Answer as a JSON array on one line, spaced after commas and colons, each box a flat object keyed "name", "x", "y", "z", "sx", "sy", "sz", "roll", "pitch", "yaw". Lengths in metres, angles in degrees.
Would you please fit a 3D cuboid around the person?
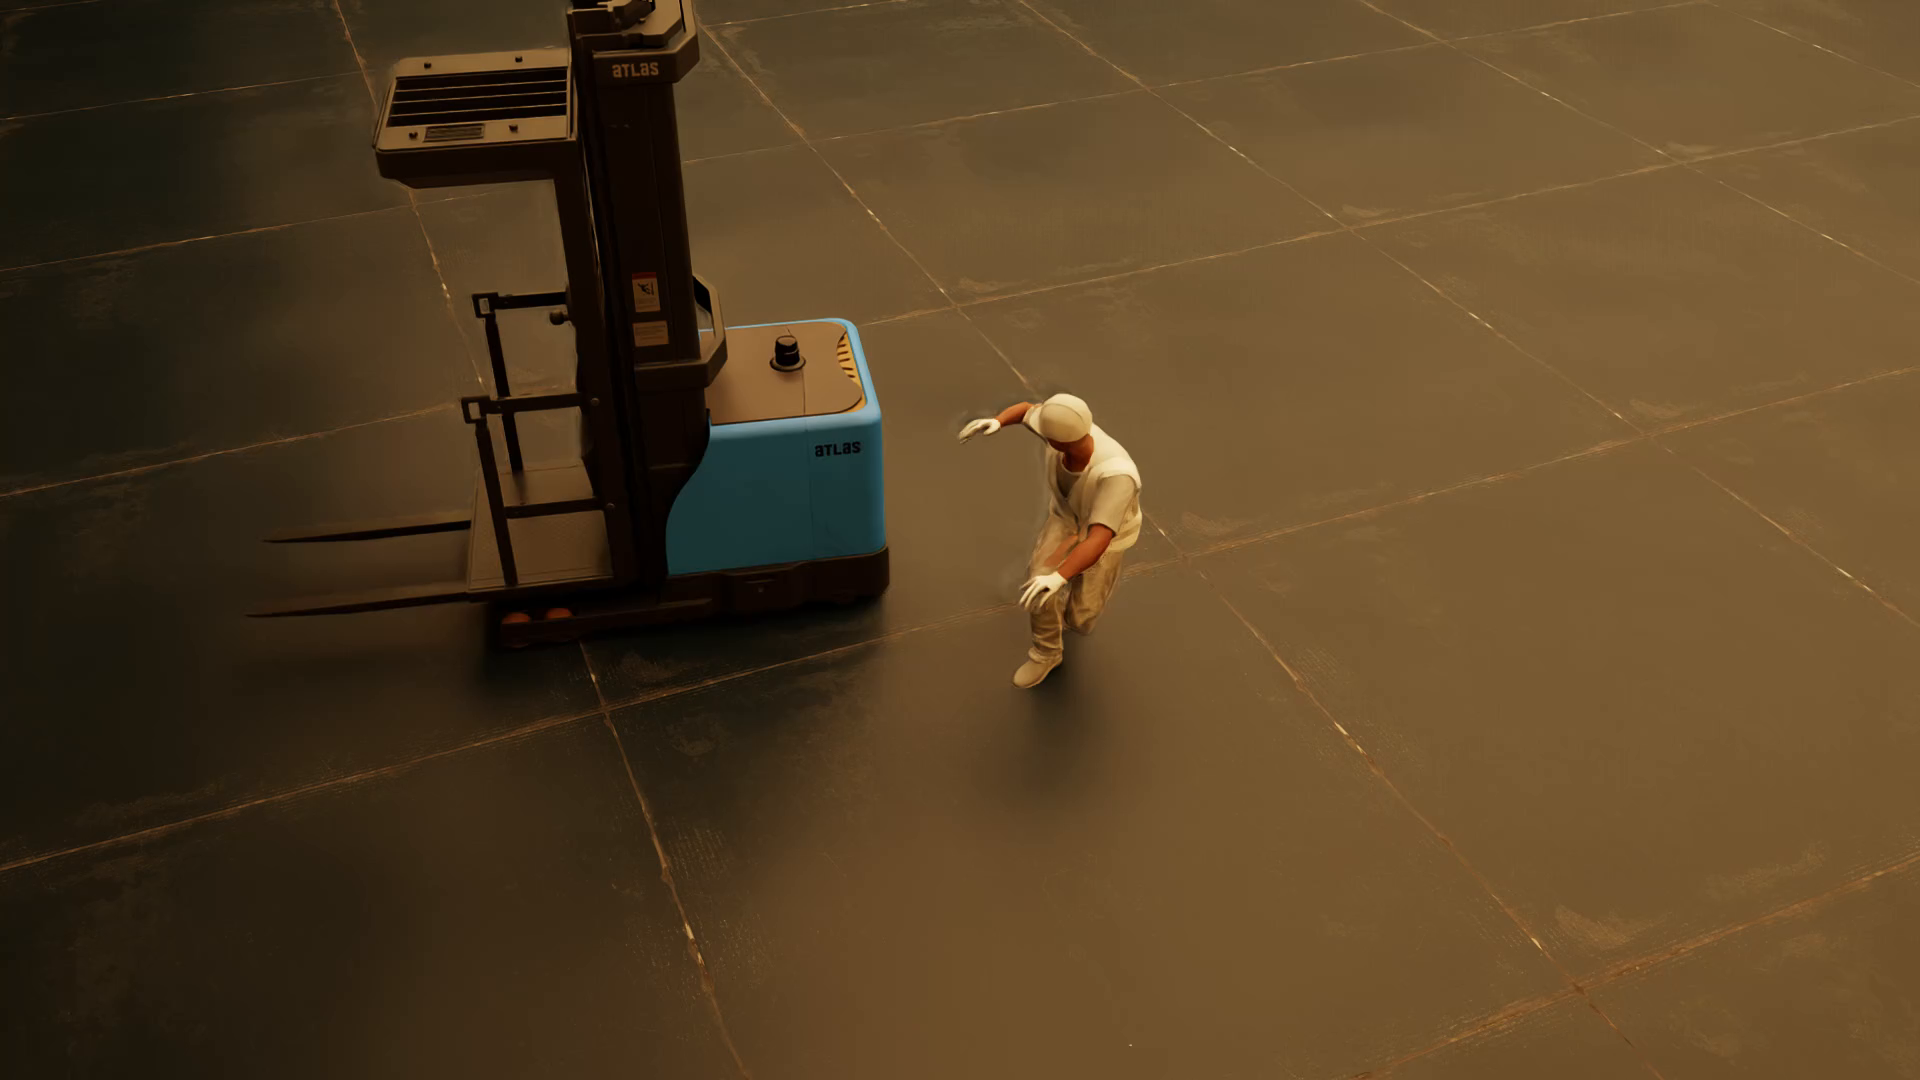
[{"name": "person", "x": 0.345, "y": 0.019, "z": 7.327, "sx": 0.841, "sy": 1.489, "sz": 1.112, "roll": 20, "pitch": 40, "yaw": 25}]

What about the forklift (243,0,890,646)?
[{"name": "forklift", "x": -1.916, "y": -1.015, "z": 7.526, "sx": 3.031, "sy": 2.935, "sz": 1.130, "roll": -6, "pitch": 36, "yaw": -9}]
